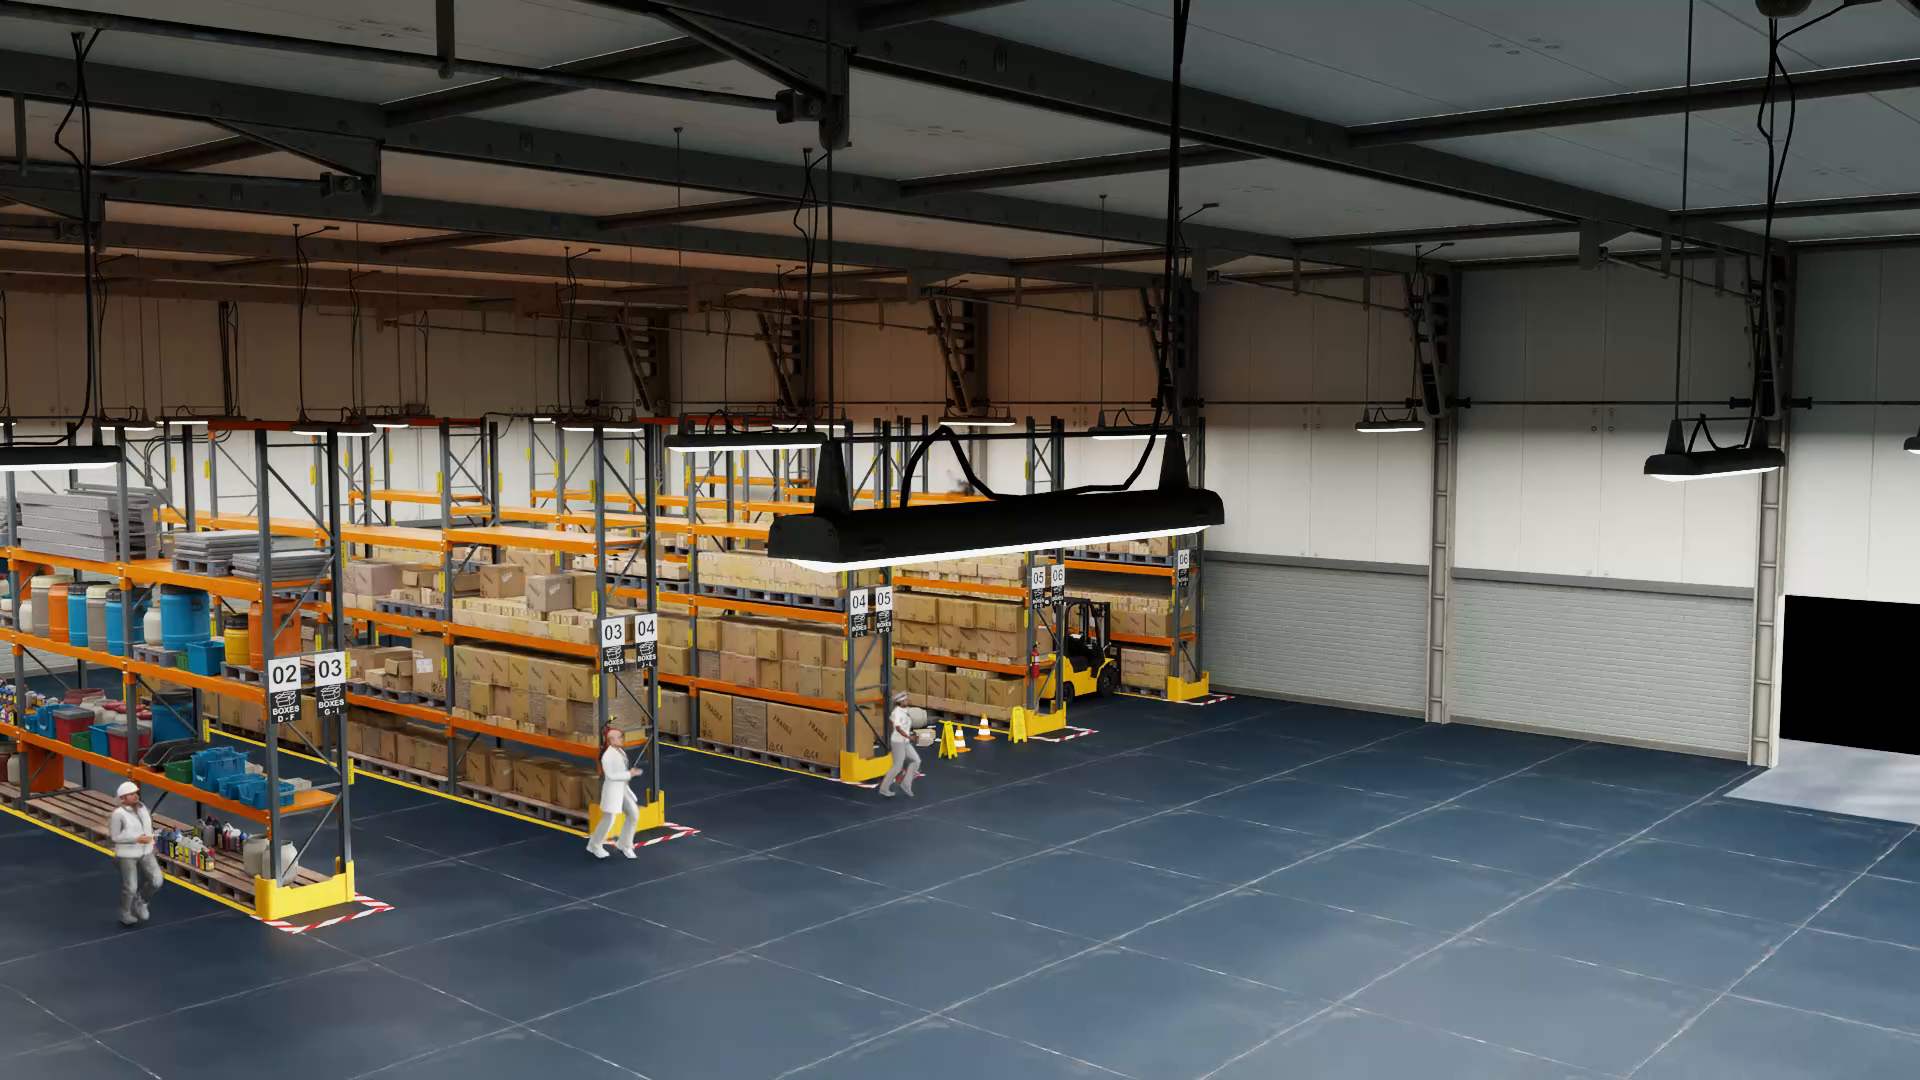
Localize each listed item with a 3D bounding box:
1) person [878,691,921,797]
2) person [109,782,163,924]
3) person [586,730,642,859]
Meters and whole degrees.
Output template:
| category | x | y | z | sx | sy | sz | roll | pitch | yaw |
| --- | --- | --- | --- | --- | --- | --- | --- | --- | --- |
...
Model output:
| category | x | y | z | sx | sy | sz | roll | pitch | yaw |
| --- | --- | --- | --- | --- | --- | --- | --- | --- | --- |
| person | -0.961 | 3.288 | 26.781 | 0.659 | 1.699 | 0.647 | 0 | 5 | 5 |
| person | -9.930 | 3.777 | 20.068 | 0.650 | 1.735 | 0.635 | 2 | 5 | 26 |
| person | -4.769 | 3.540 | 22.973 | 0.840 | 1.856 | 0.708 | 1 | 5 | 13 |
